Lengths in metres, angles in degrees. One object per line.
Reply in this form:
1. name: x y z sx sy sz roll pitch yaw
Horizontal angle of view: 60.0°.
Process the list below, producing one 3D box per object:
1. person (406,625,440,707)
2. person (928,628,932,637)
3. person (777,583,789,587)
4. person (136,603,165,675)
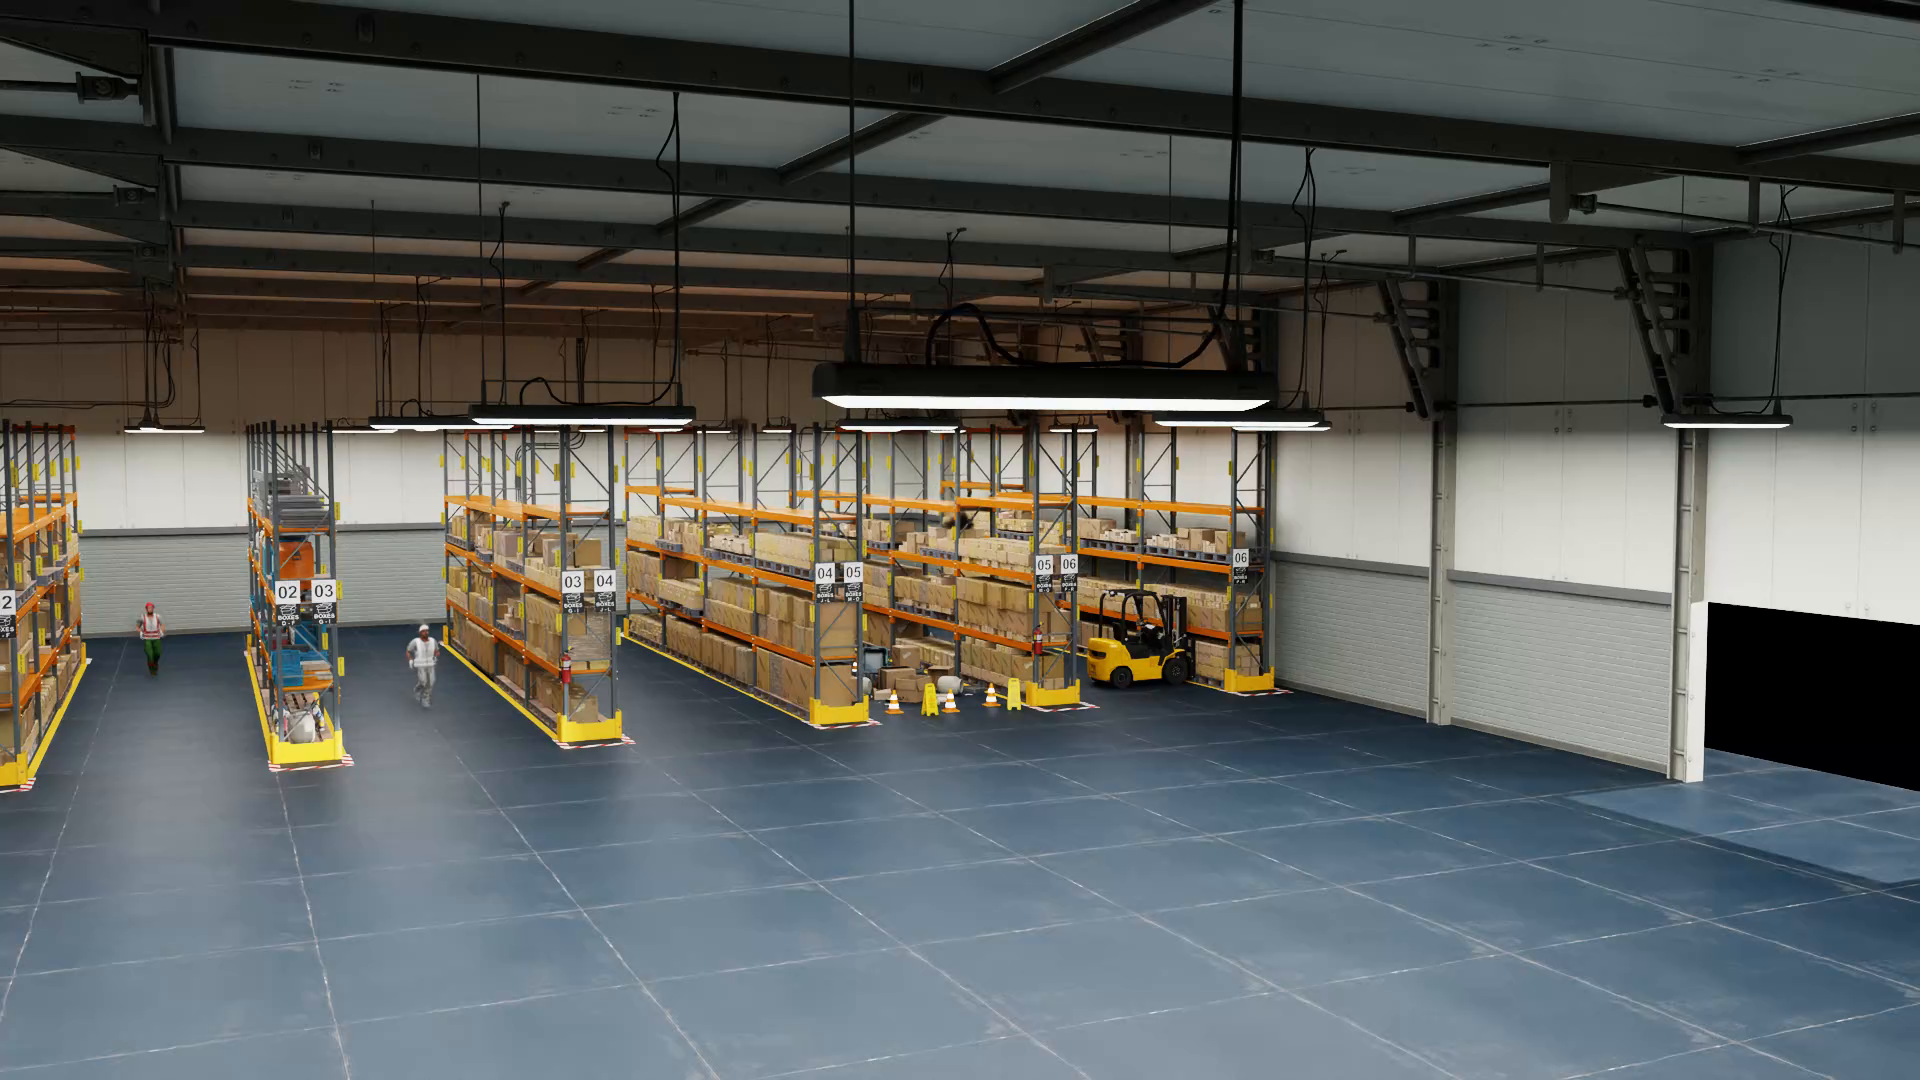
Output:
1. person: -11.279 2.661 35.070 0.683 1.734 0.592 -3 5 -38
2. person: -0.971 2.020 46.295 0.542 1.579 0.886 -2 4 -31
3. person: -5.282 1.659 51.140 0.668 1.788 0.701 -1 4 -10
4. person: -19.356 2.363 39.799 0.636 1.741 0.586 -2 4 -33
